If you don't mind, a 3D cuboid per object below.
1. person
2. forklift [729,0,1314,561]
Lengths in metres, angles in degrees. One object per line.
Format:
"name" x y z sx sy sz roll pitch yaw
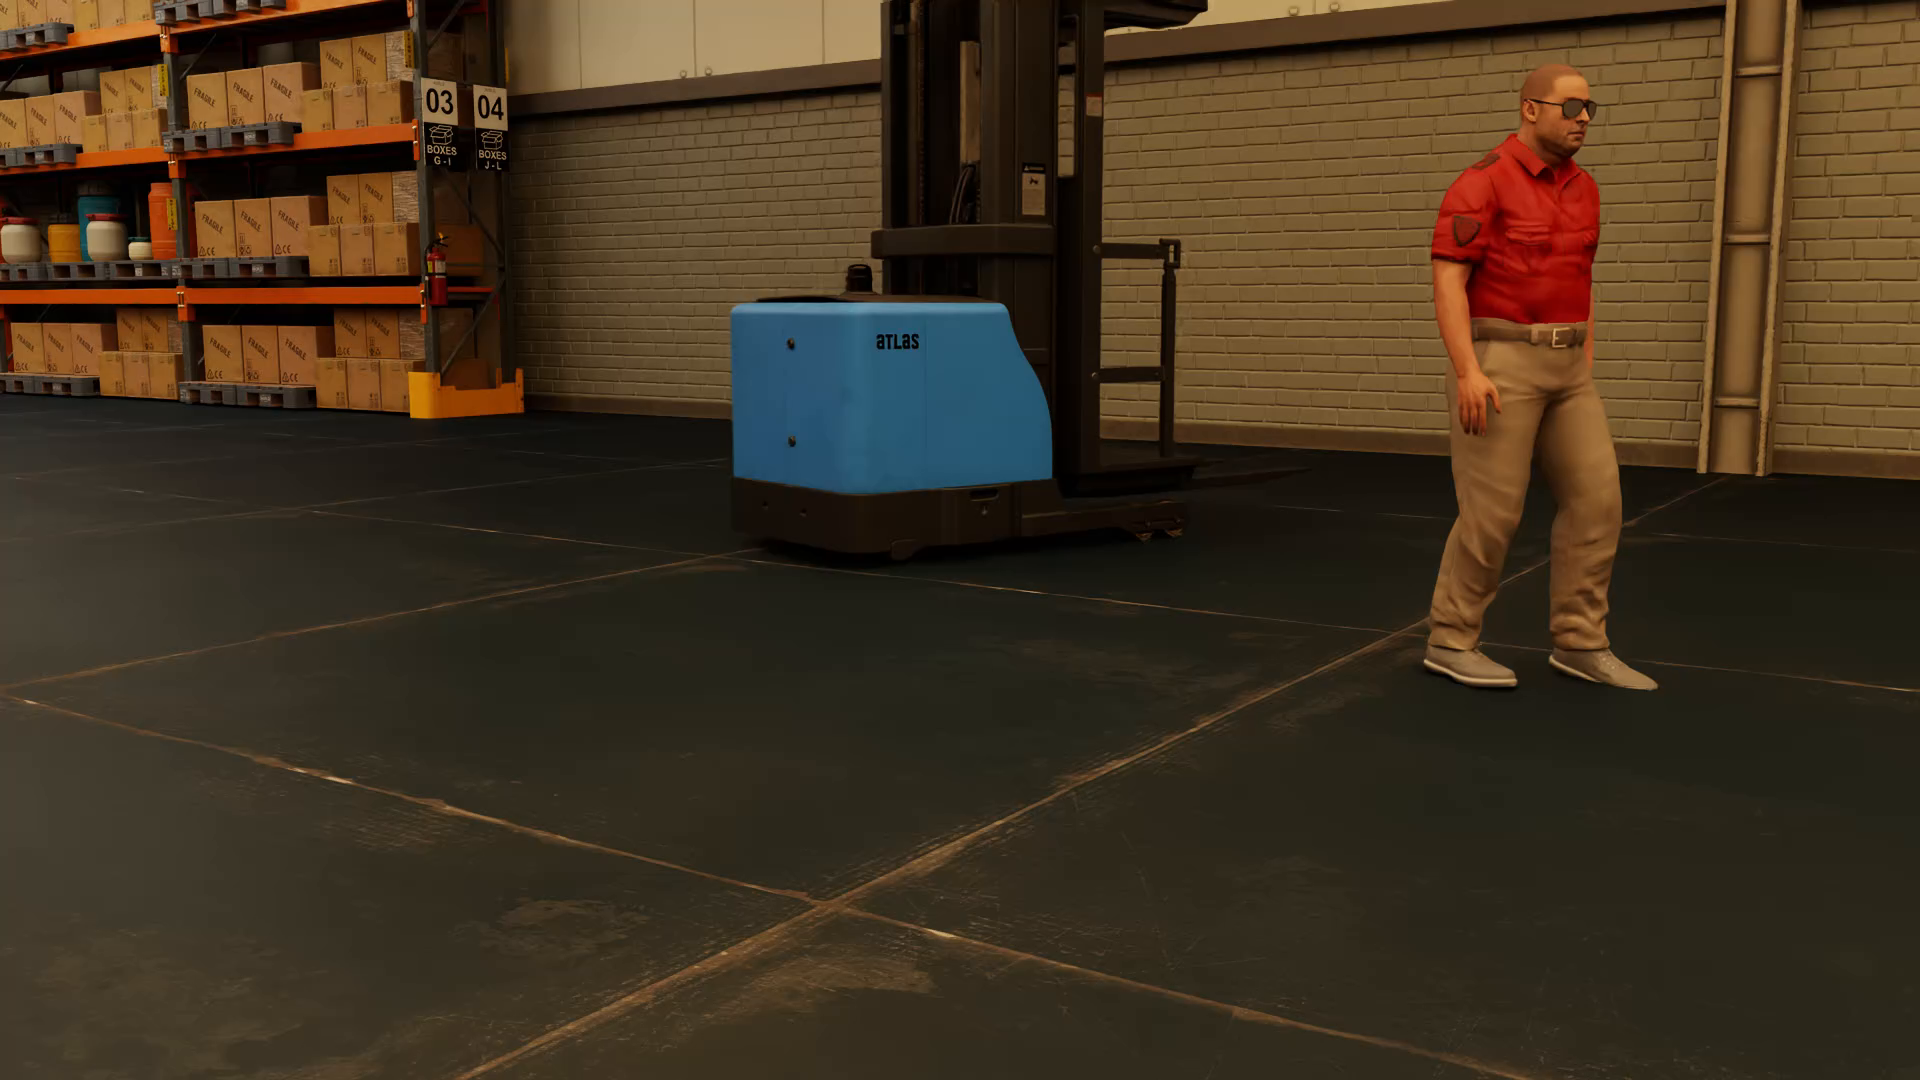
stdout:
"person" 1.614 -0.428 4.639 0.613 1.754 0.495 -4 9 -27
"forklift" 0.444 -1.508 7.794 3.031 2.935 1.130 -6 10 -38
